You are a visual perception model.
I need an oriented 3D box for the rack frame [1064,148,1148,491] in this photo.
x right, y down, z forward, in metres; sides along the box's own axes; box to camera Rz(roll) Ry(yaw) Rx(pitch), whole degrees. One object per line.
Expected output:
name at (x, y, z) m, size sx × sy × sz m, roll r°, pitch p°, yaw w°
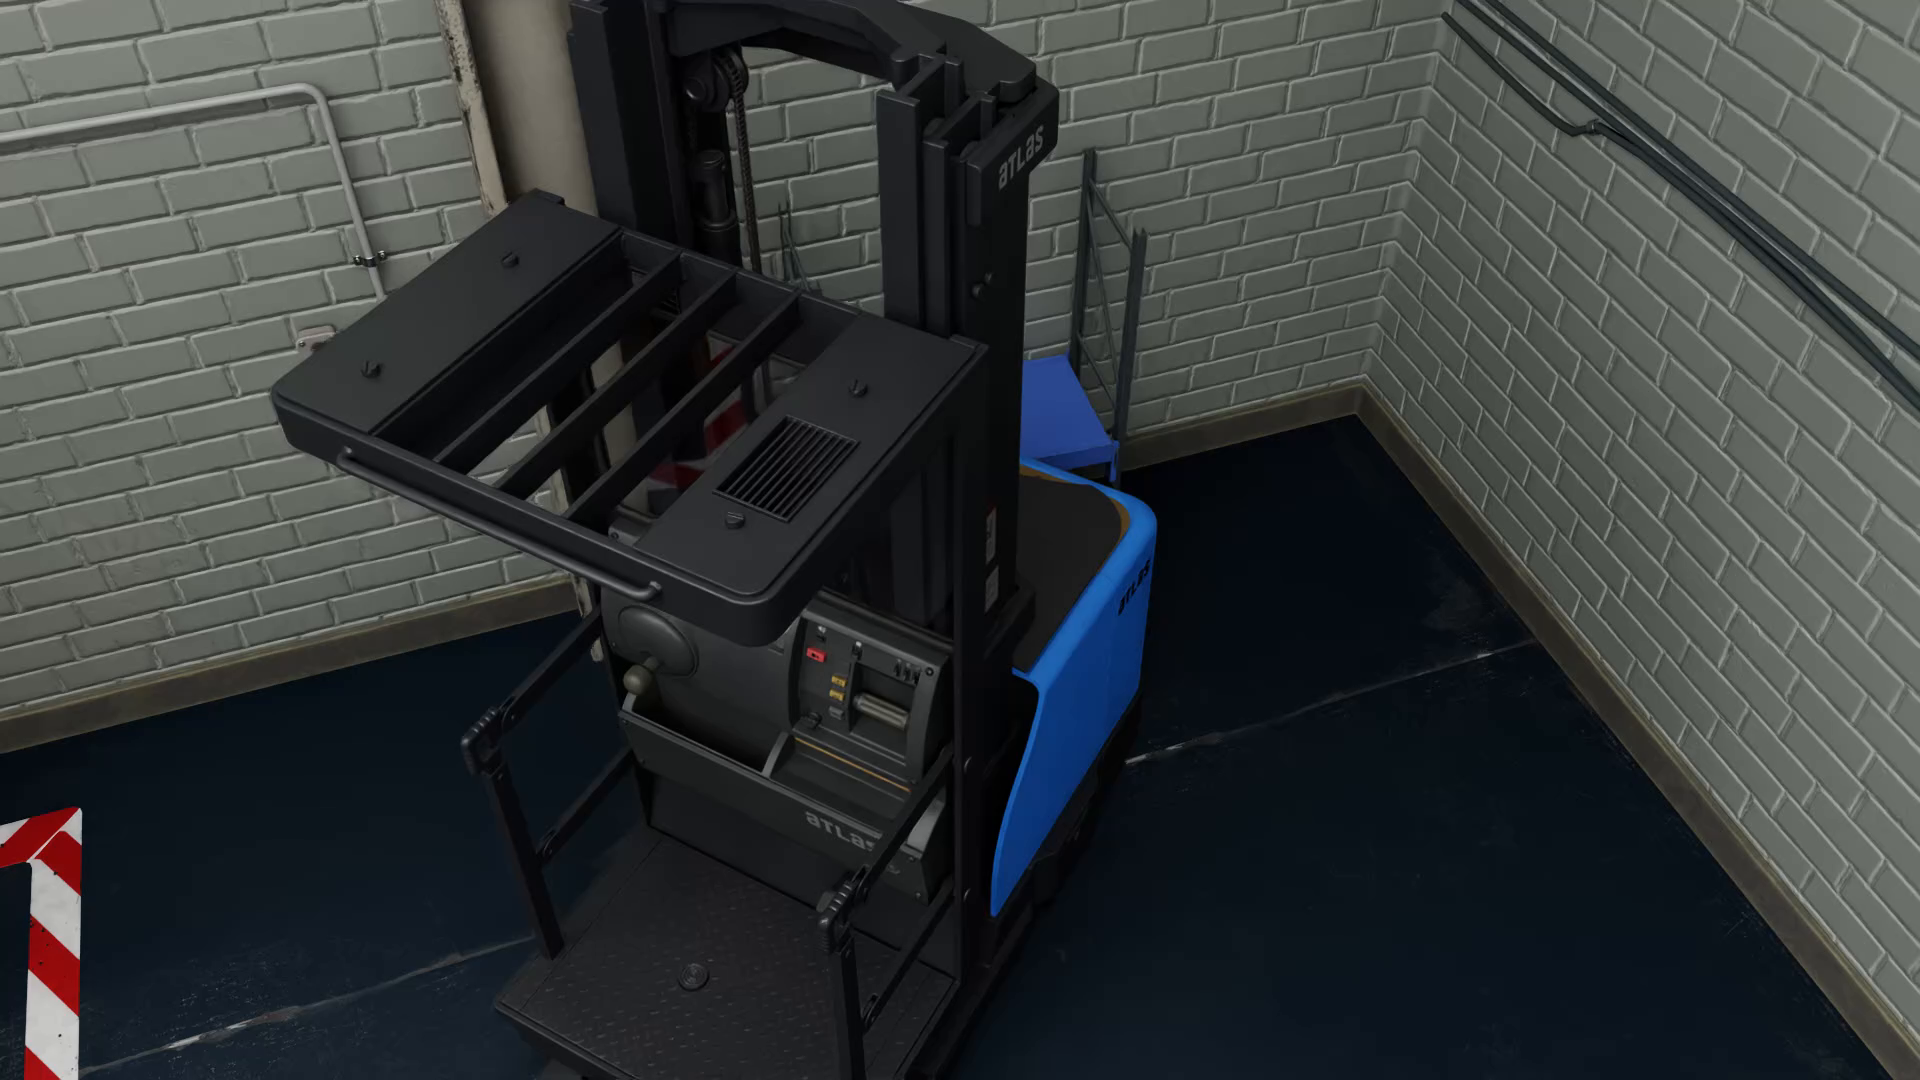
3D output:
rack frame at (0.480, -0.574, 5.761) m, size 0.032 × 1.500 × 0.500 m, roll -11°, pitch 47°, yaw -12°

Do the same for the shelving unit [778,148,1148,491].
shelving unit at (-0.008, -0.476, 5.658) m, size 1.048 × 1.500 × 0.538 m, roll -11°, pitch 47°, yaw -12°

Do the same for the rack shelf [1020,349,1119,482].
rack shelf at (-0.010, -0.350, 5.786) m, size 1.000 × 0.185 × 0.538 m, roll -11°, pitch 47°, yaw -12°

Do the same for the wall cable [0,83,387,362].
wall cable at (-2.510, -0.852, 4.265) m, size 1.851 × 1.984 × 0.084 m, roll -14°, pitch 47°, yaw -14°

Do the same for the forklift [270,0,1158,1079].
forklift at (-0.567, 0.365, 3.817) m, size 1.130 × 2.935 × 3.031 m, roll 22°, pitch 49°, yaw 20°

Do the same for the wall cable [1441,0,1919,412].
wall cable at (2.048, -1.699, 3.783) m, size 0.112 × 2.526 × 3.097 m, roll -14°, pitch 47°, yaw -14°

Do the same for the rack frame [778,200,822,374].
rack frame at (-0.496, -0.378, 5.555) m, size 0.032 × 1.500 × 0.500 m, roll -11°, pitch 47°, yaw -12°
